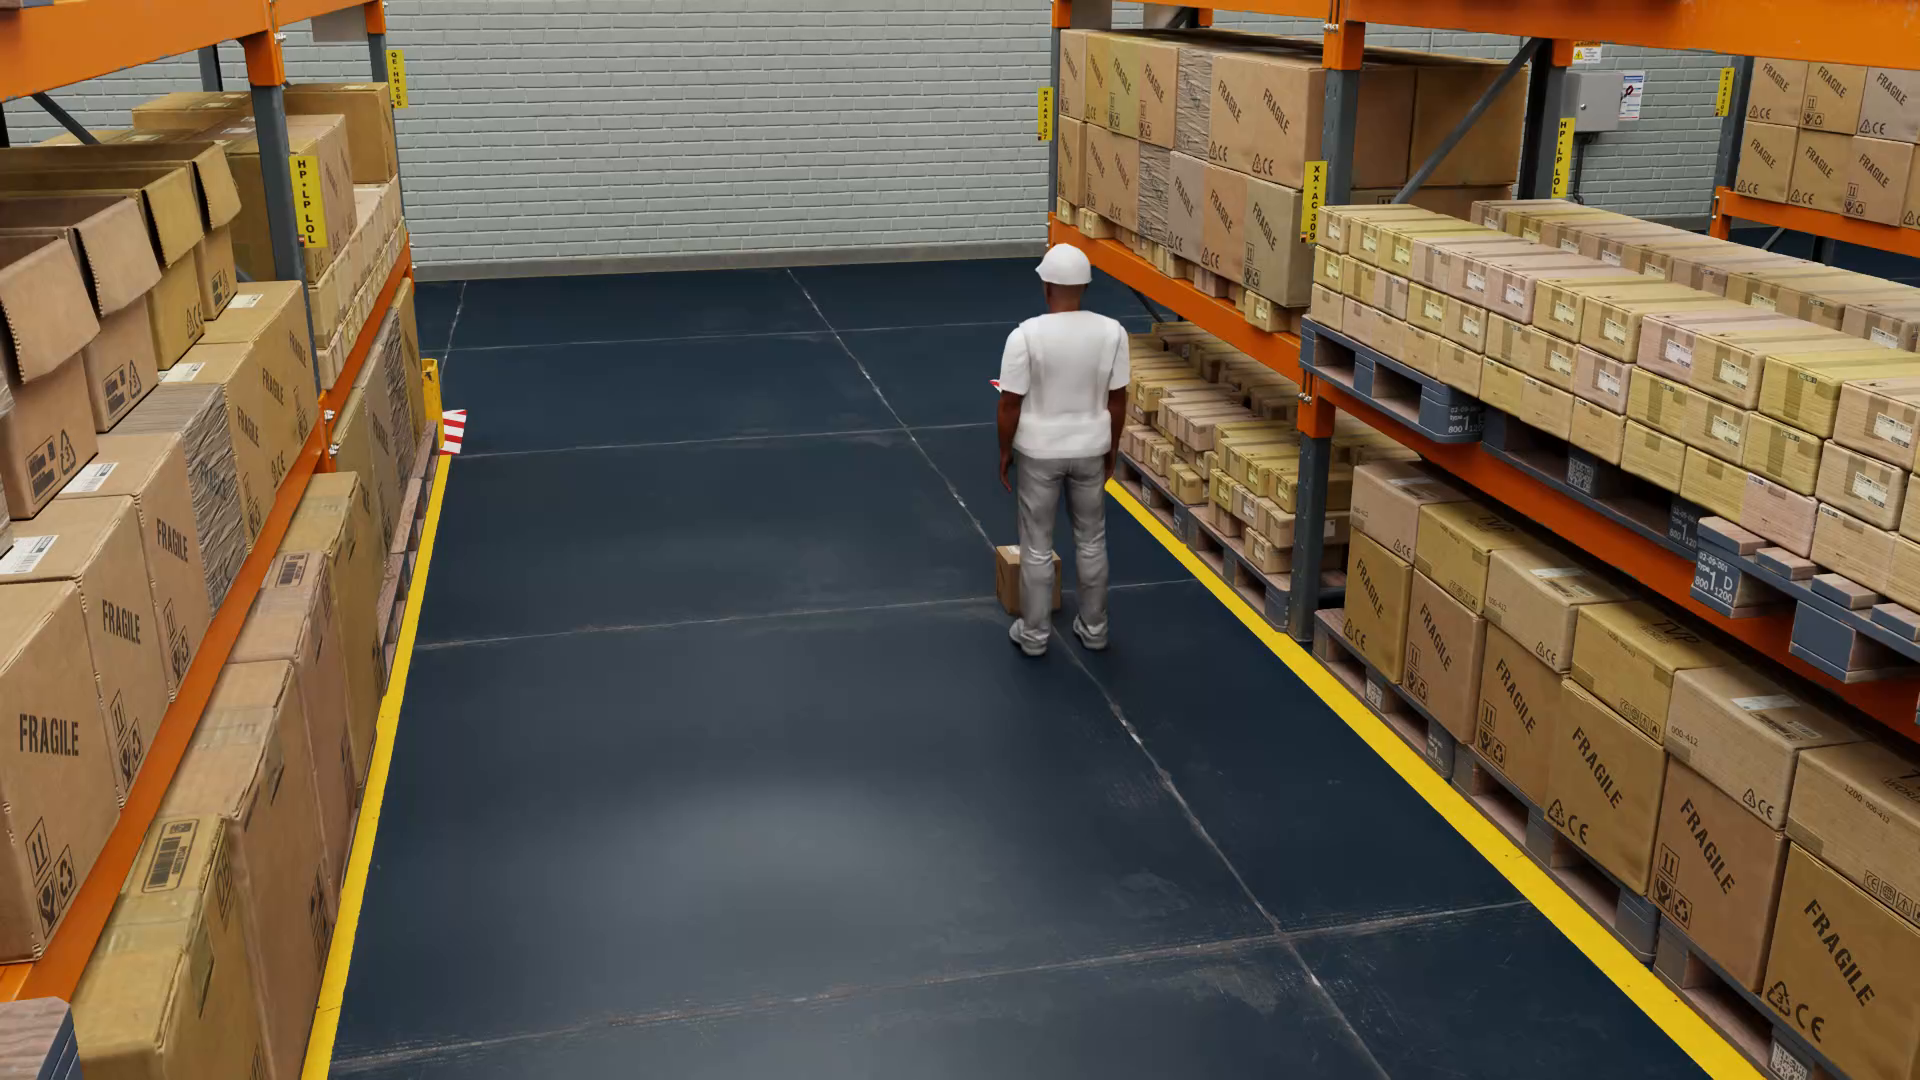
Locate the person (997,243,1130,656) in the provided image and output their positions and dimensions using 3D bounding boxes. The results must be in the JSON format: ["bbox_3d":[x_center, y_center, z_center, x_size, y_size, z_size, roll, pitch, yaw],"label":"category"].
[{"bbox_3d":[0.424,-0.378,7.079,0.564,1.767,0.360,-4,20,-12],"label":"person"}]
